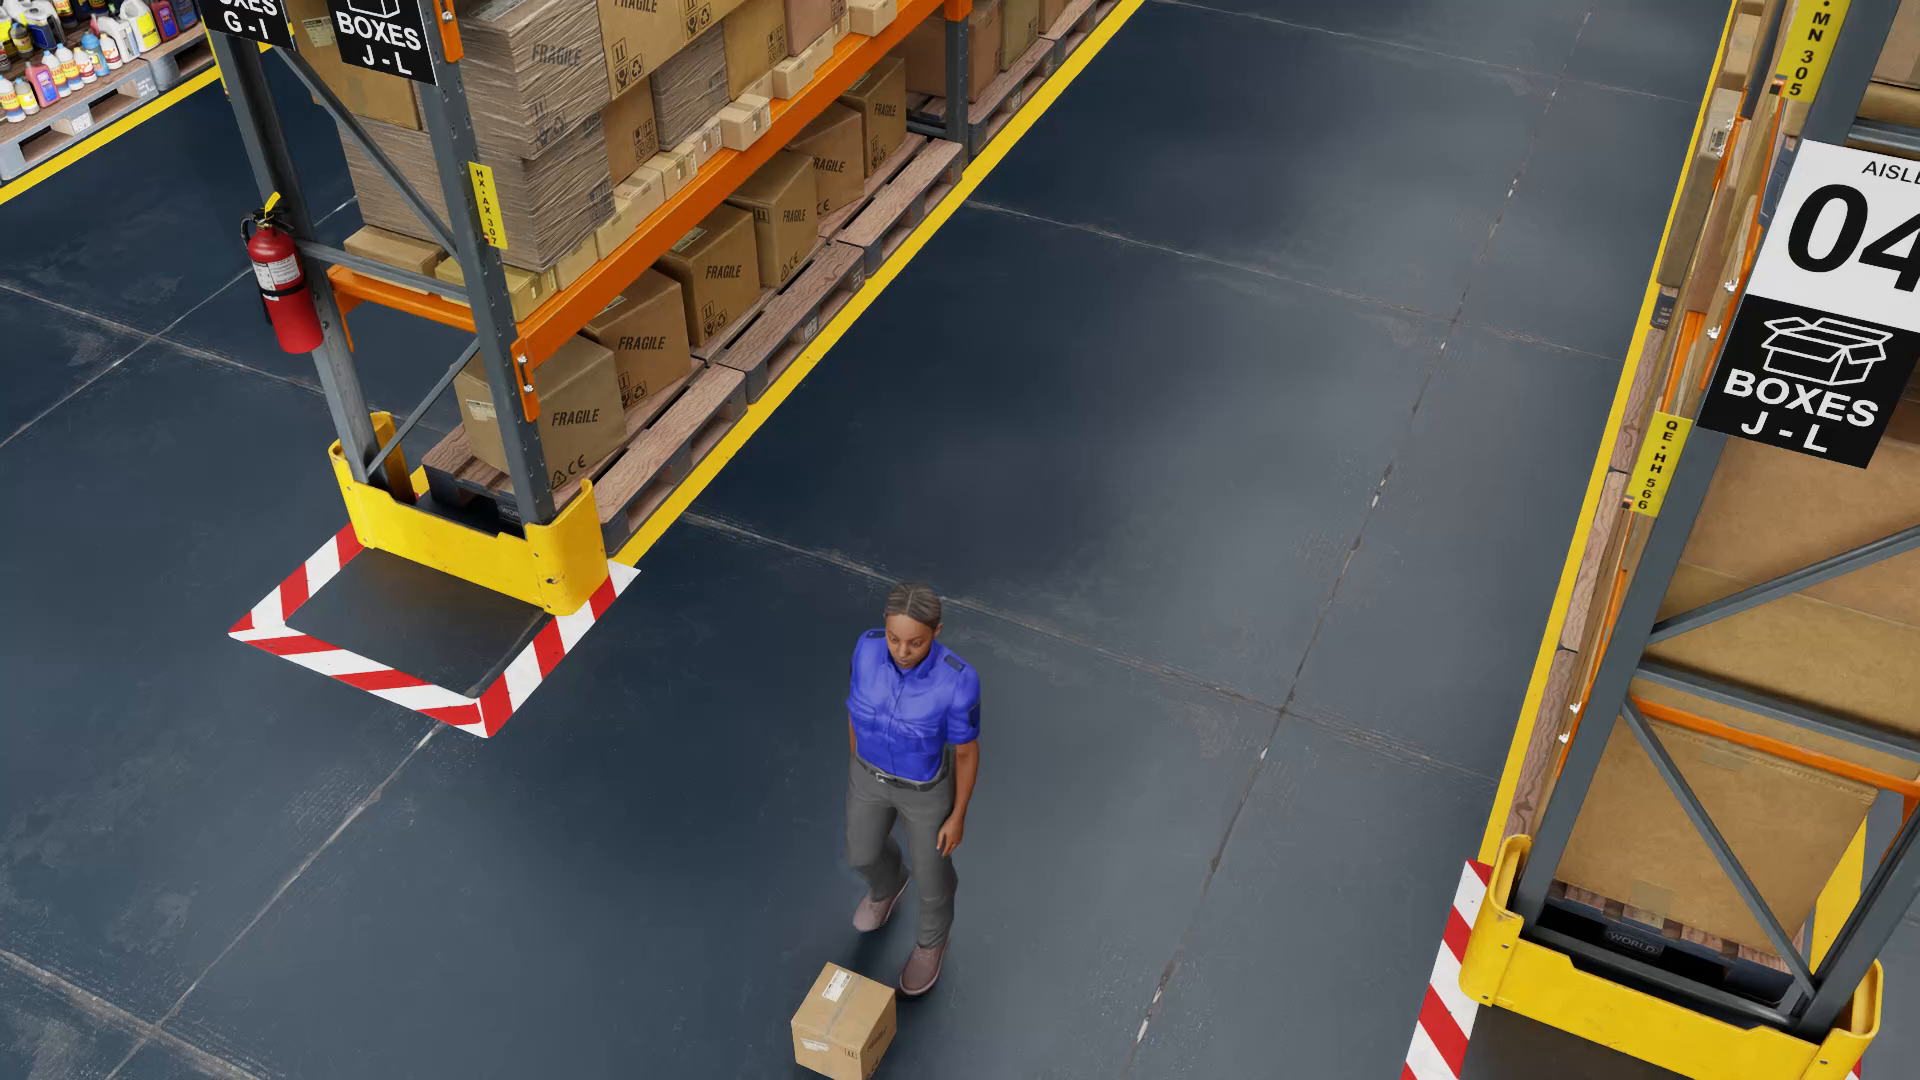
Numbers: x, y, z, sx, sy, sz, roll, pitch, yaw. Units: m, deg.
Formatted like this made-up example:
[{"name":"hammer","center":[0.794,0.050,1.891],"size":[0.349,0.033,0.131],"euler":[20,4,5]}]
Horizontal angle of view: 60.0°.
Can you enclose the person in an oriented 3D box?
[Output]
[{"name":"person","center":[-0.172,0.813,5.308],"size":[0.471,1.729,0.379],"euler":[18,45,19]}]
